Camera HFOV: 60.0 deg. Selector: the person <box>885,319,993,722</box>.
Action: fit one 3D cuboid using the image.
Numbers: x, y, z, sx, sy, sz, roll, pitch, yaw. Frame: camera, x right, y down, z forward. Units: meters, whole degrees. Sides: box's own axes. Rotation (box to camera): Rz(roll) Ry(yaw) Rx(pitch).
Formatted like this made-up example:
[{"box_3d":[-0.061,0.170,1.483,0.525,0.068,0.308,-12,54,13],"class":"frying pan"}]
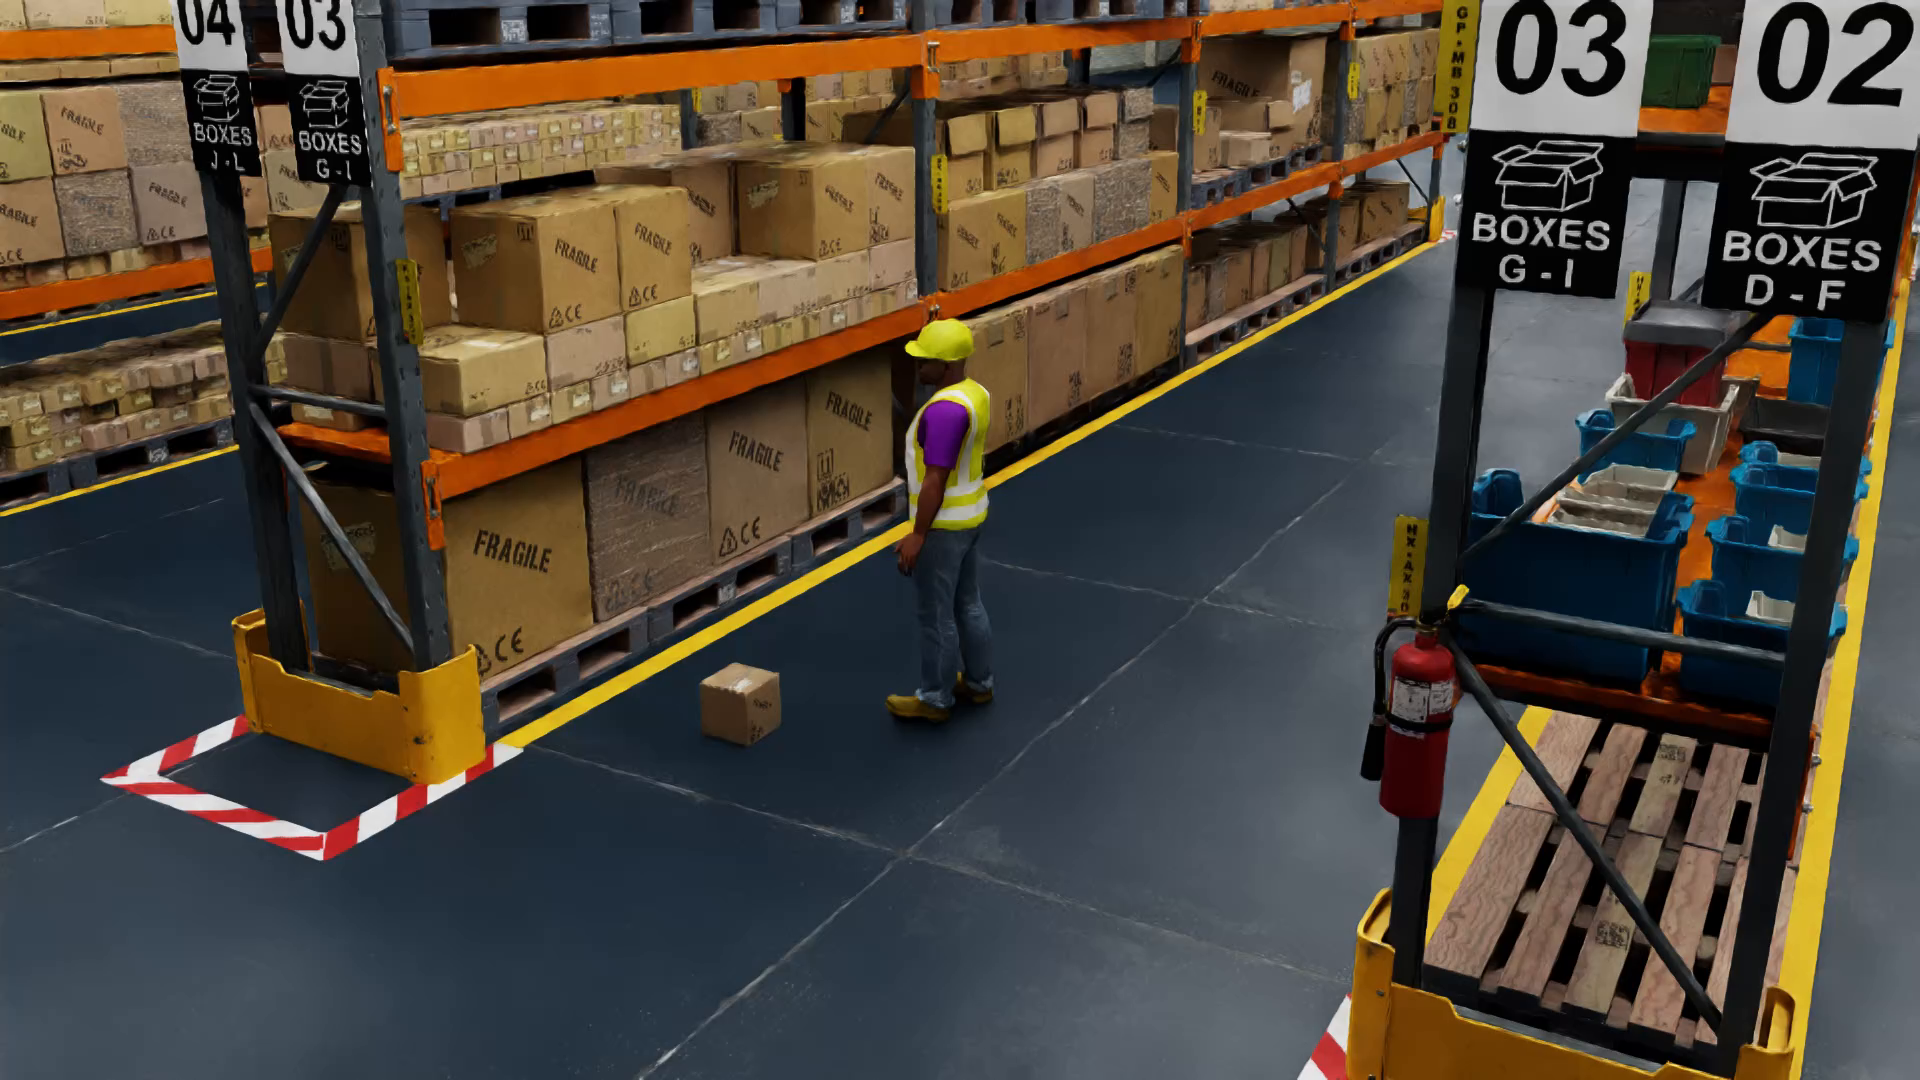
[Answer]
[{"box_3d":[-0.100,-0.078,7.179,0.445,1.770,0.690,5,20,14],"class":"person"}]
